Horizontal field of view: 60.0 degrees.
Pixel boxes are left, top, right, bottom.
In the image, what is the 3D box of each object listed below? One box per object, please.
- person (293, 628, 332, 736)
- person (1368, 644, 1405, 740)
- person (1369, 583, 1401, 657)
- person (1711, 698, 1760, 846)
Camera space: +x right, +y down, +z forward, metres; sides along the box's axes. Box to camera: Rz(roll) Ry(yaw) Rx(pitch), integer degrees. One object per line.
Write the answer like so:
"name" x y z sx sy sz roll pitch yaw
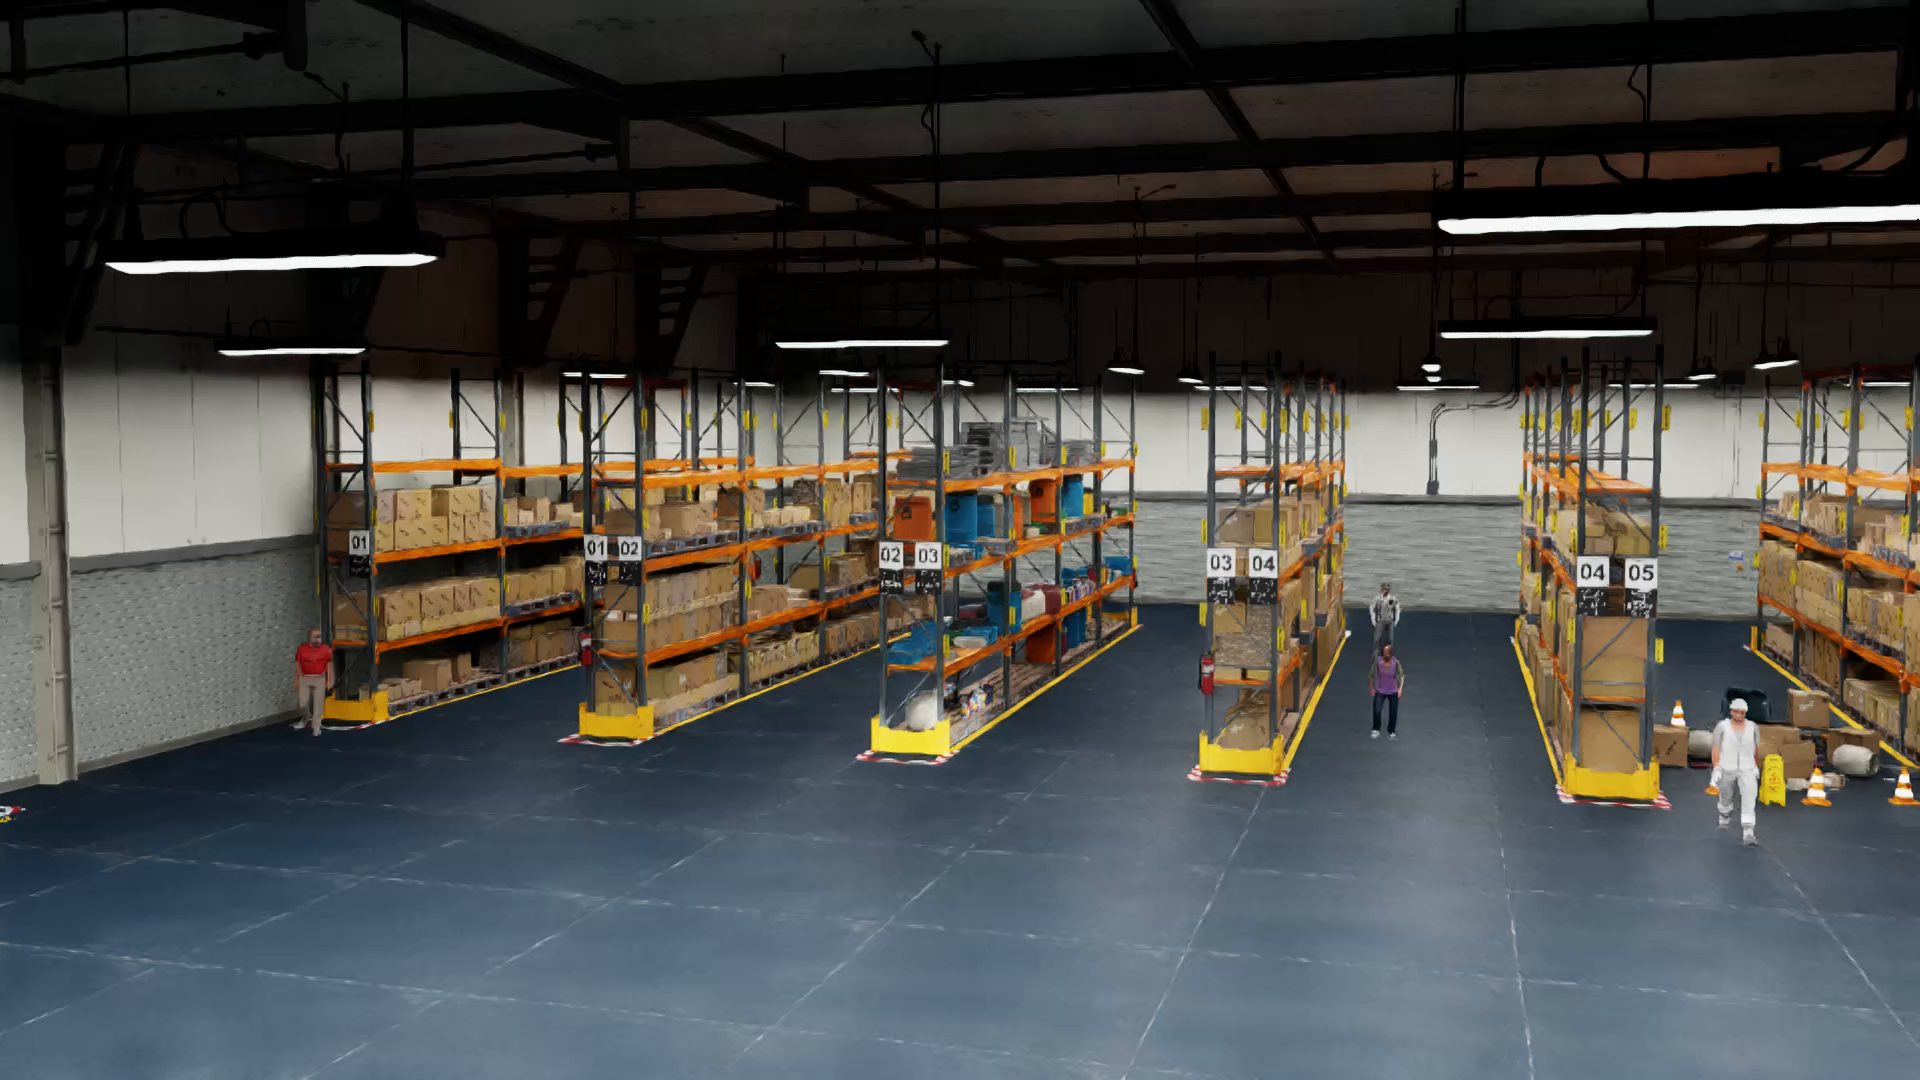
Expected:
"person" -10.348 2.249 26.570 0.607 1.719 0.545 -1 4 -20
"person" 6.683 2.383 26.093 0.566 1.525 0.516 1 4 14
"person" 8.937 1.695 34.996 0.639 1.632 0.498 1 4 13
"person" 9.247 2.718 19.808 0.553 1.709 1.123 1 4 19
